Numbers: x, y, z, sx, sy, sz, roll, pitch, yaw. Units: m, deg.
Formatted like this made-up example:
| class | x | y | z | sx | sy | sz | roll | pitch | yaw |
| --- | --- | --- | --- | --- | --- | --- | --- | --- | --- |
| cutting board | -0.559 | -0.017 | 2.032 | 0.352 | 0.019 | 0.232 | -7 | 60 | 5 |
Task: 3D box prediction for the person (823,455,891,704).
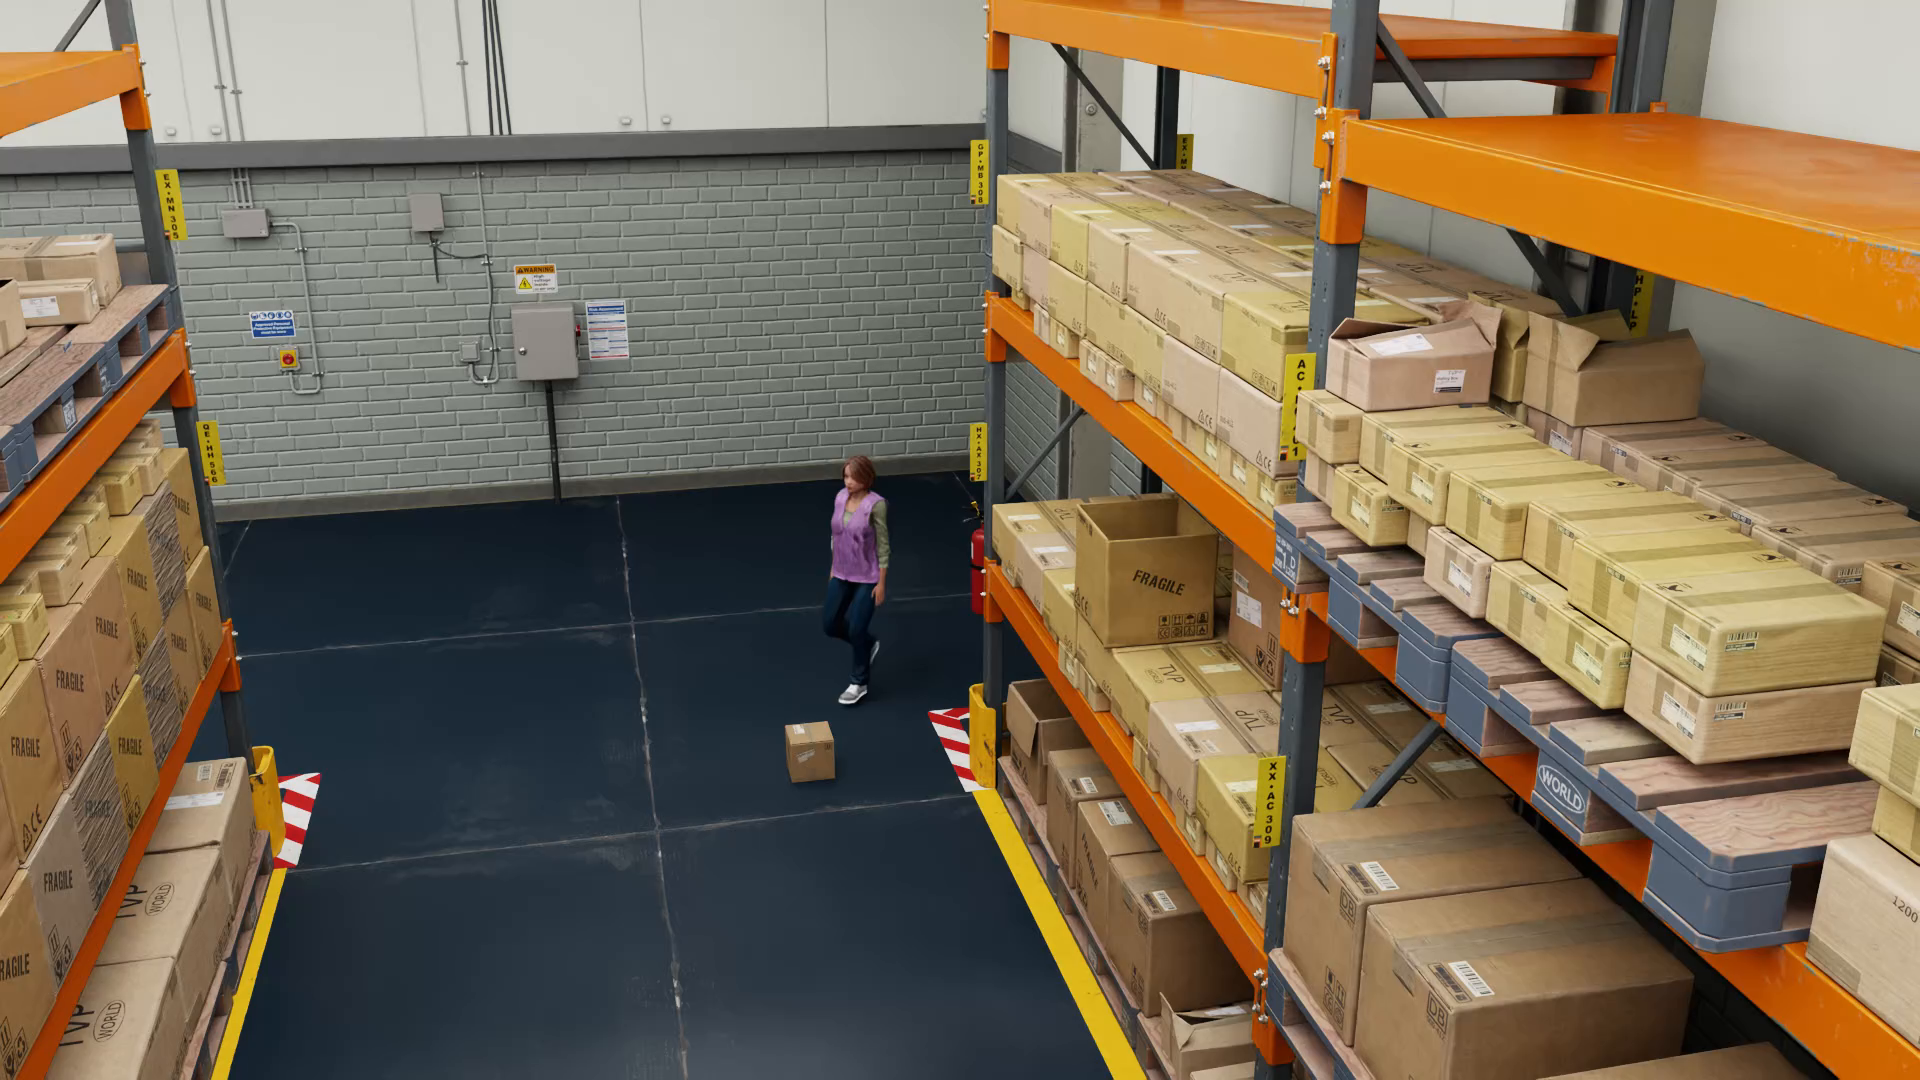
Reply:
| class | x | y | z | sx | sy | sz | roll | pitch | yaw |
| --- | --- | --- | --- | --- | --- | --- | --- | --- | --- |
| person | -0.629 | 0.229 | 10.396 | 0.452 | 1.586 | 0.497 | 12 | 23 | 31 |
